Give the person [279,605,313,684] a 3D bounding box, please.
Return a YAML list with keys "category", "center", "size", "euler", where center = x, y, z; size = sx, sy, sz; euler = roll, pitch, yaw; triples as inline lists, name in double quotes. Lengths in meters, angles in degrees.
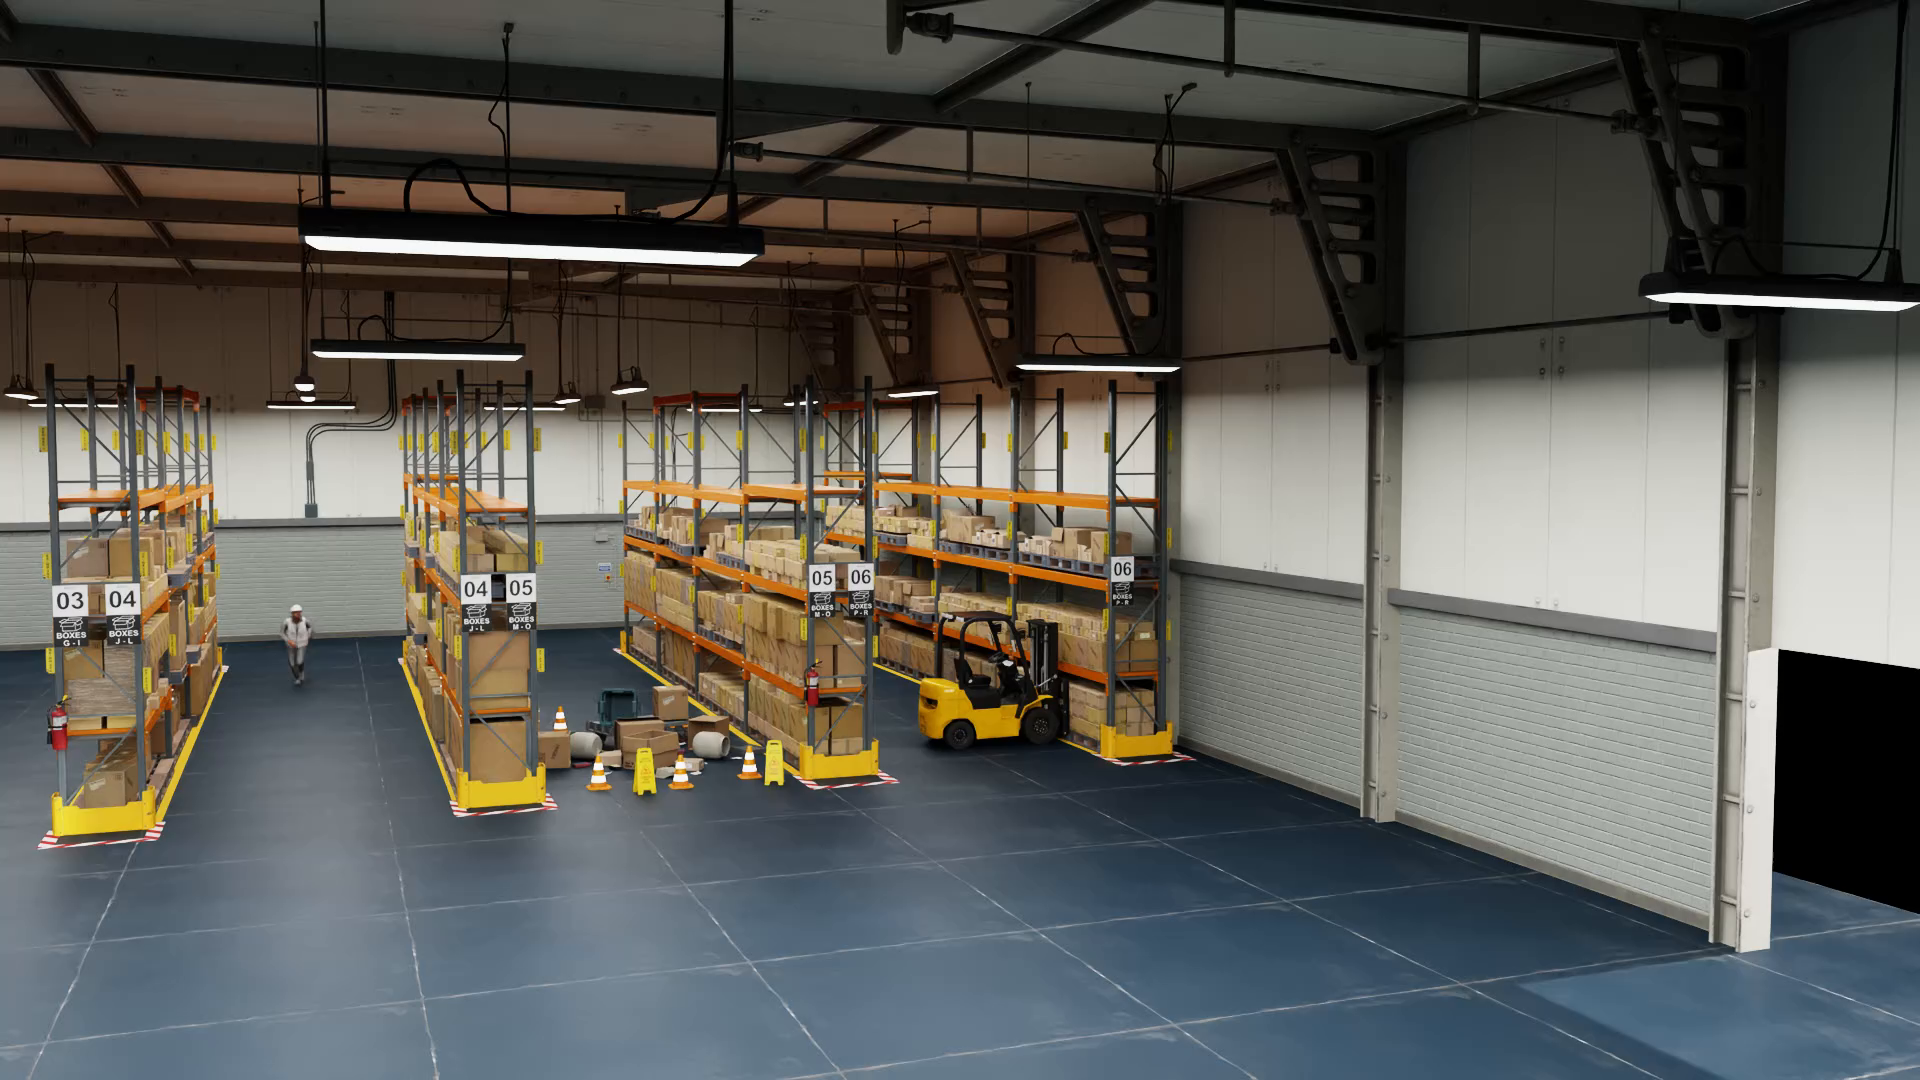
- category: "person"
  center: [-13.692, 2.156, 34.311]
  size: [0.601, 1.682, 0.724]
  euler: [-1, 3, -12]
